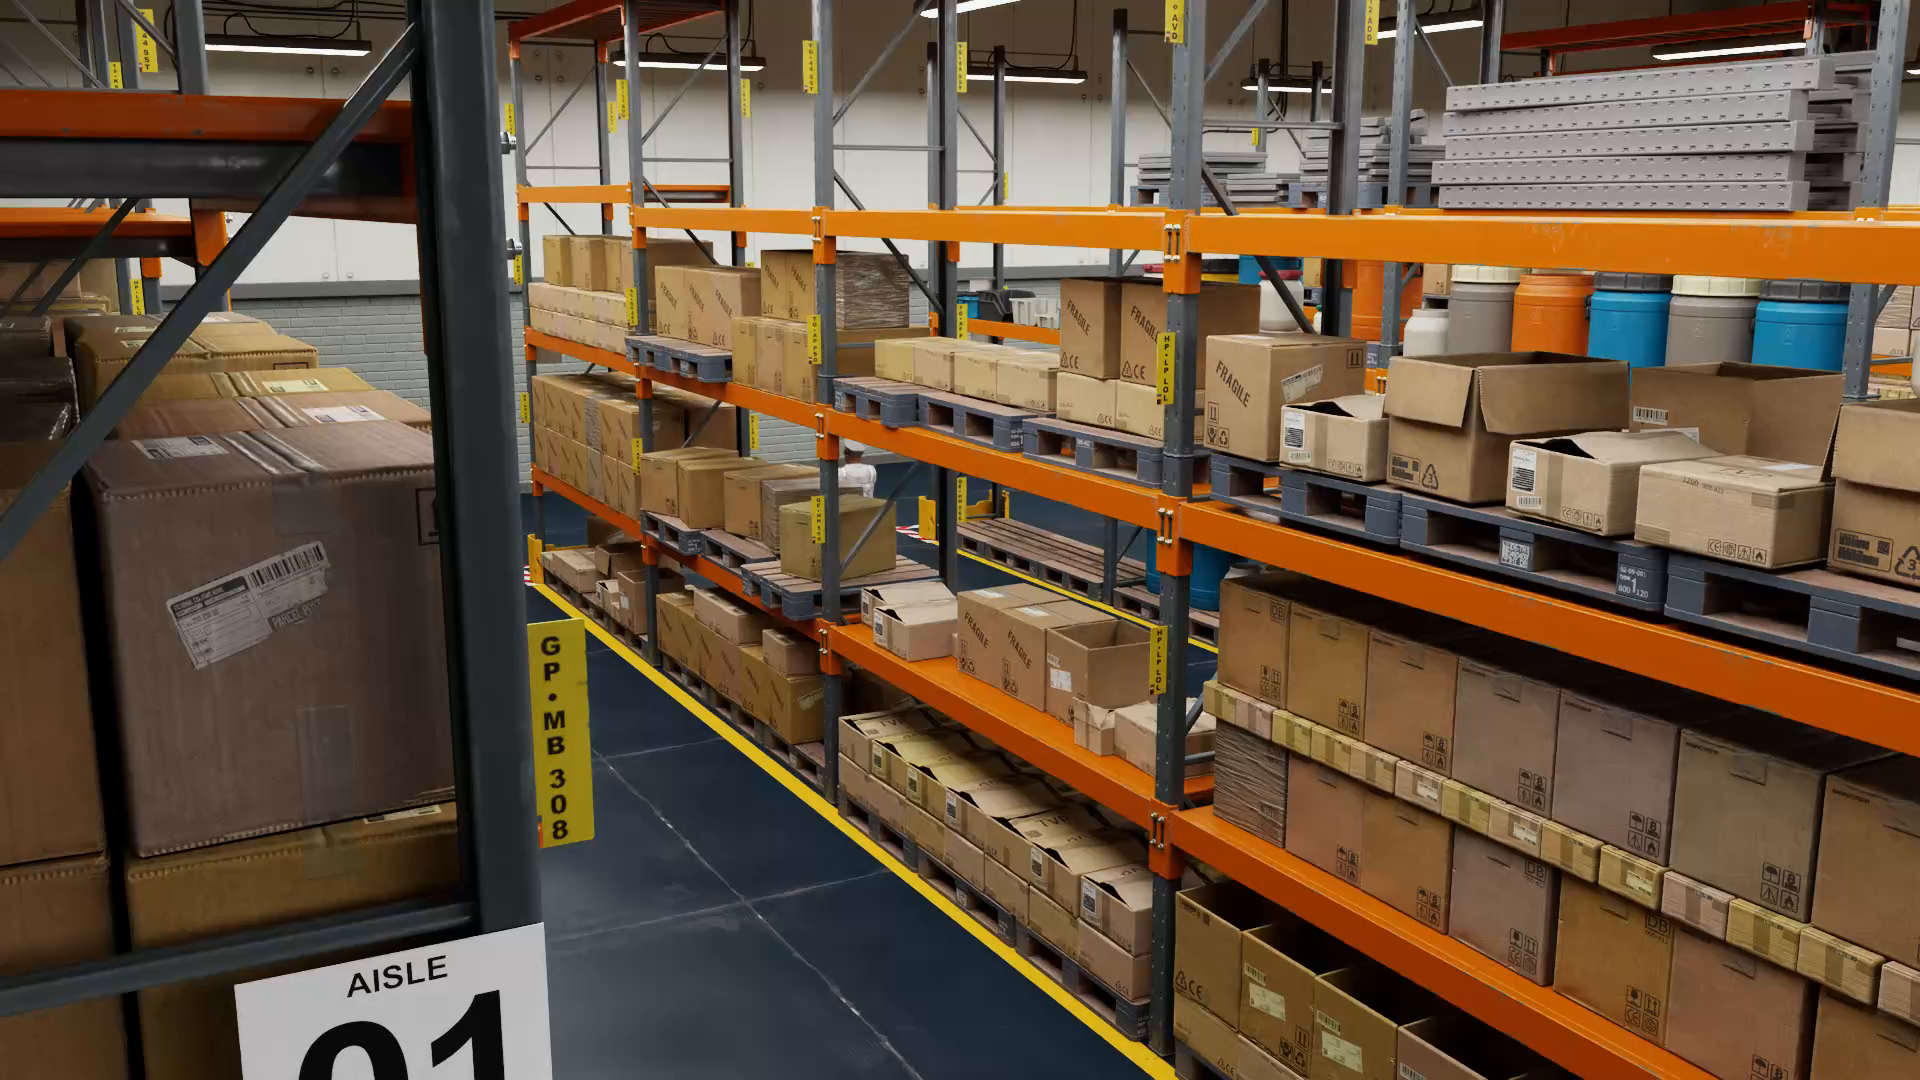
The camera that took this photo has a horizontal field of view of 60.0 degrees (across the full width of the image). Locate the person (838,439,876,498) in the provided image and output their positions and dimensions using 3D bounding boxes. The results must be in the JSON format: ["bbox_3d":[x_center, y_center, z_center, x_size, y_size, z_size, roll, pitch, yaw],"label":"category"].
[{"bbox_3d":[-1.152,-0.212,17.426,0.494,1.766,0.565,-6,13,-27],"label":"person"}]
